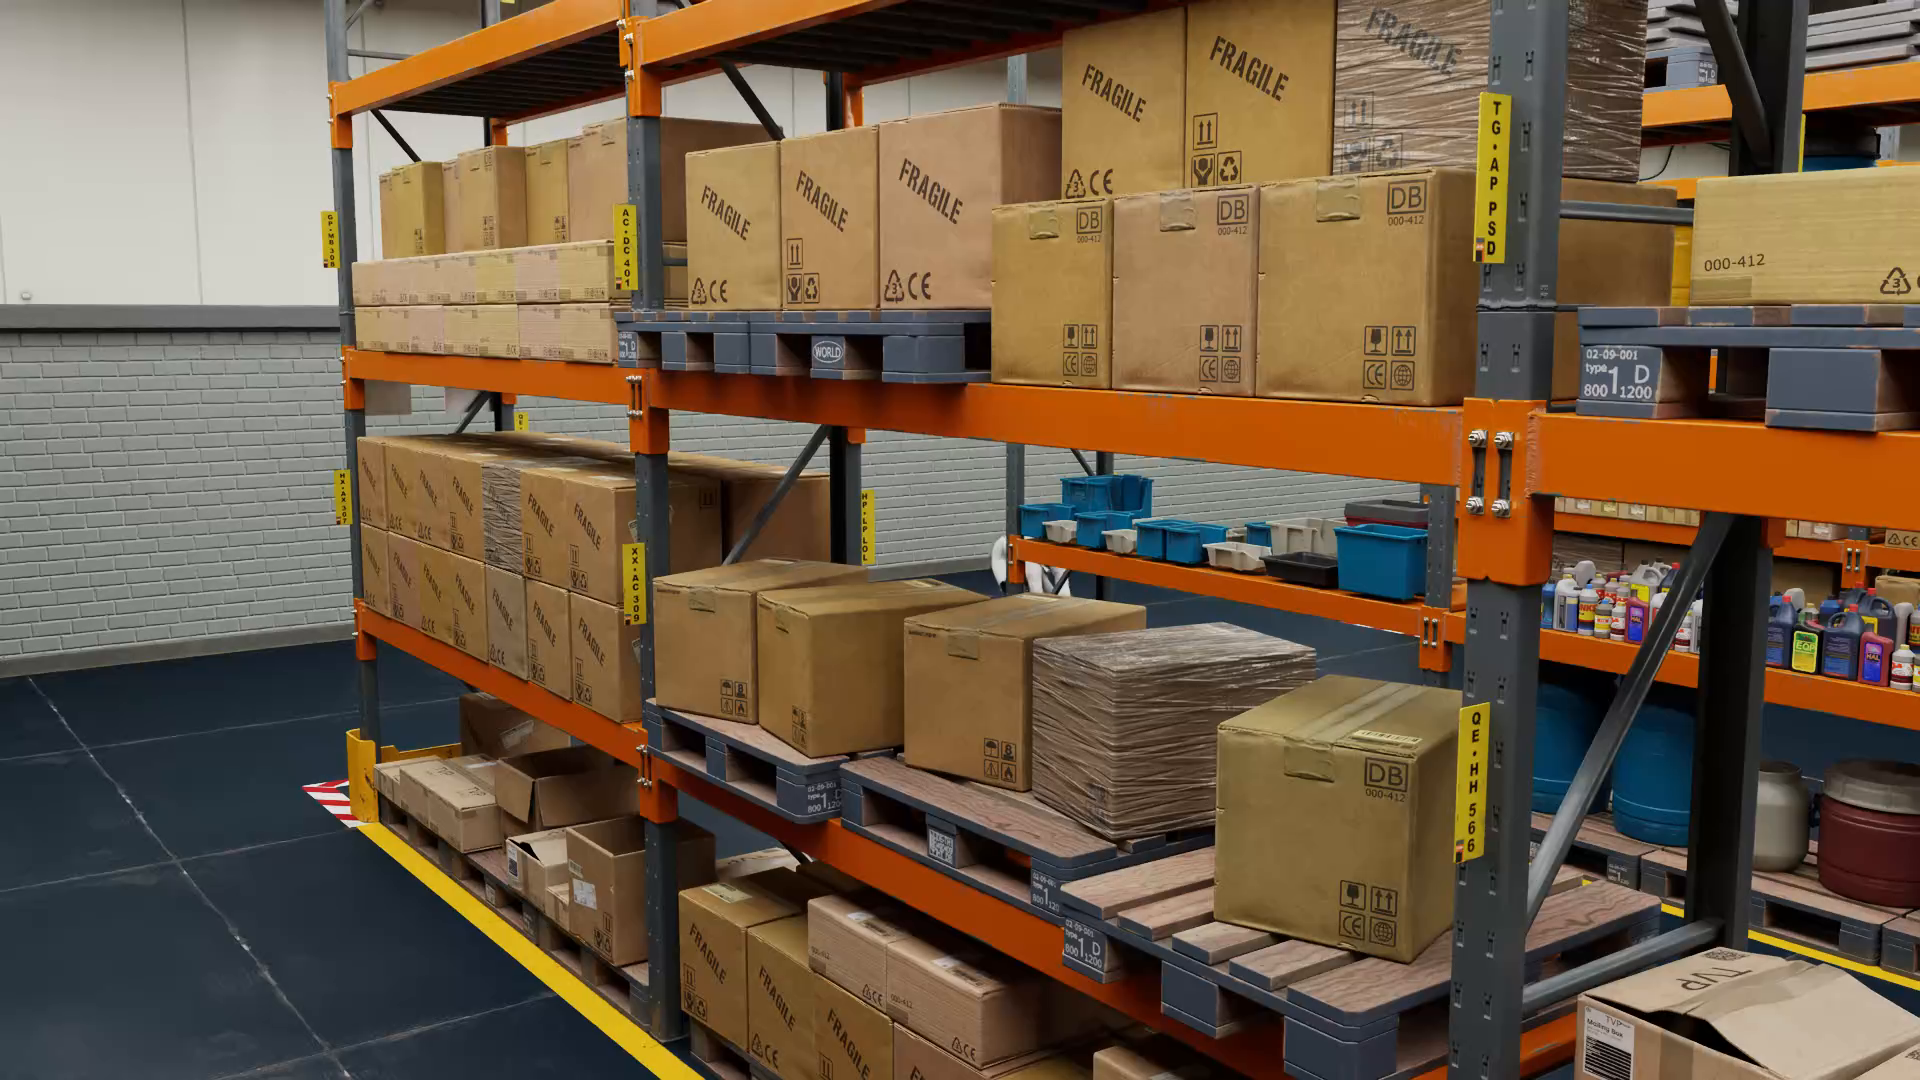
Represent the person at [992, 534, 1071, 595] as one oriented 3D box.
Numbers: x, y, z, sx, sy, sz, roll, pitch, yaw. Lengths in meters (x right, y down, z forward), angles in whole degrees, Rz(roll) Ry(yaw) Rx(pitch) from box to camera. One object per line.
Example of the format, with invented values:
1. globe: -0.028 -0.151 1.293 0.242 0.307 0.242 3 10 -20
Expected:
1. person: 0.674 0.450 15.097 0.585 1.086 0.941 -6 10 -39
